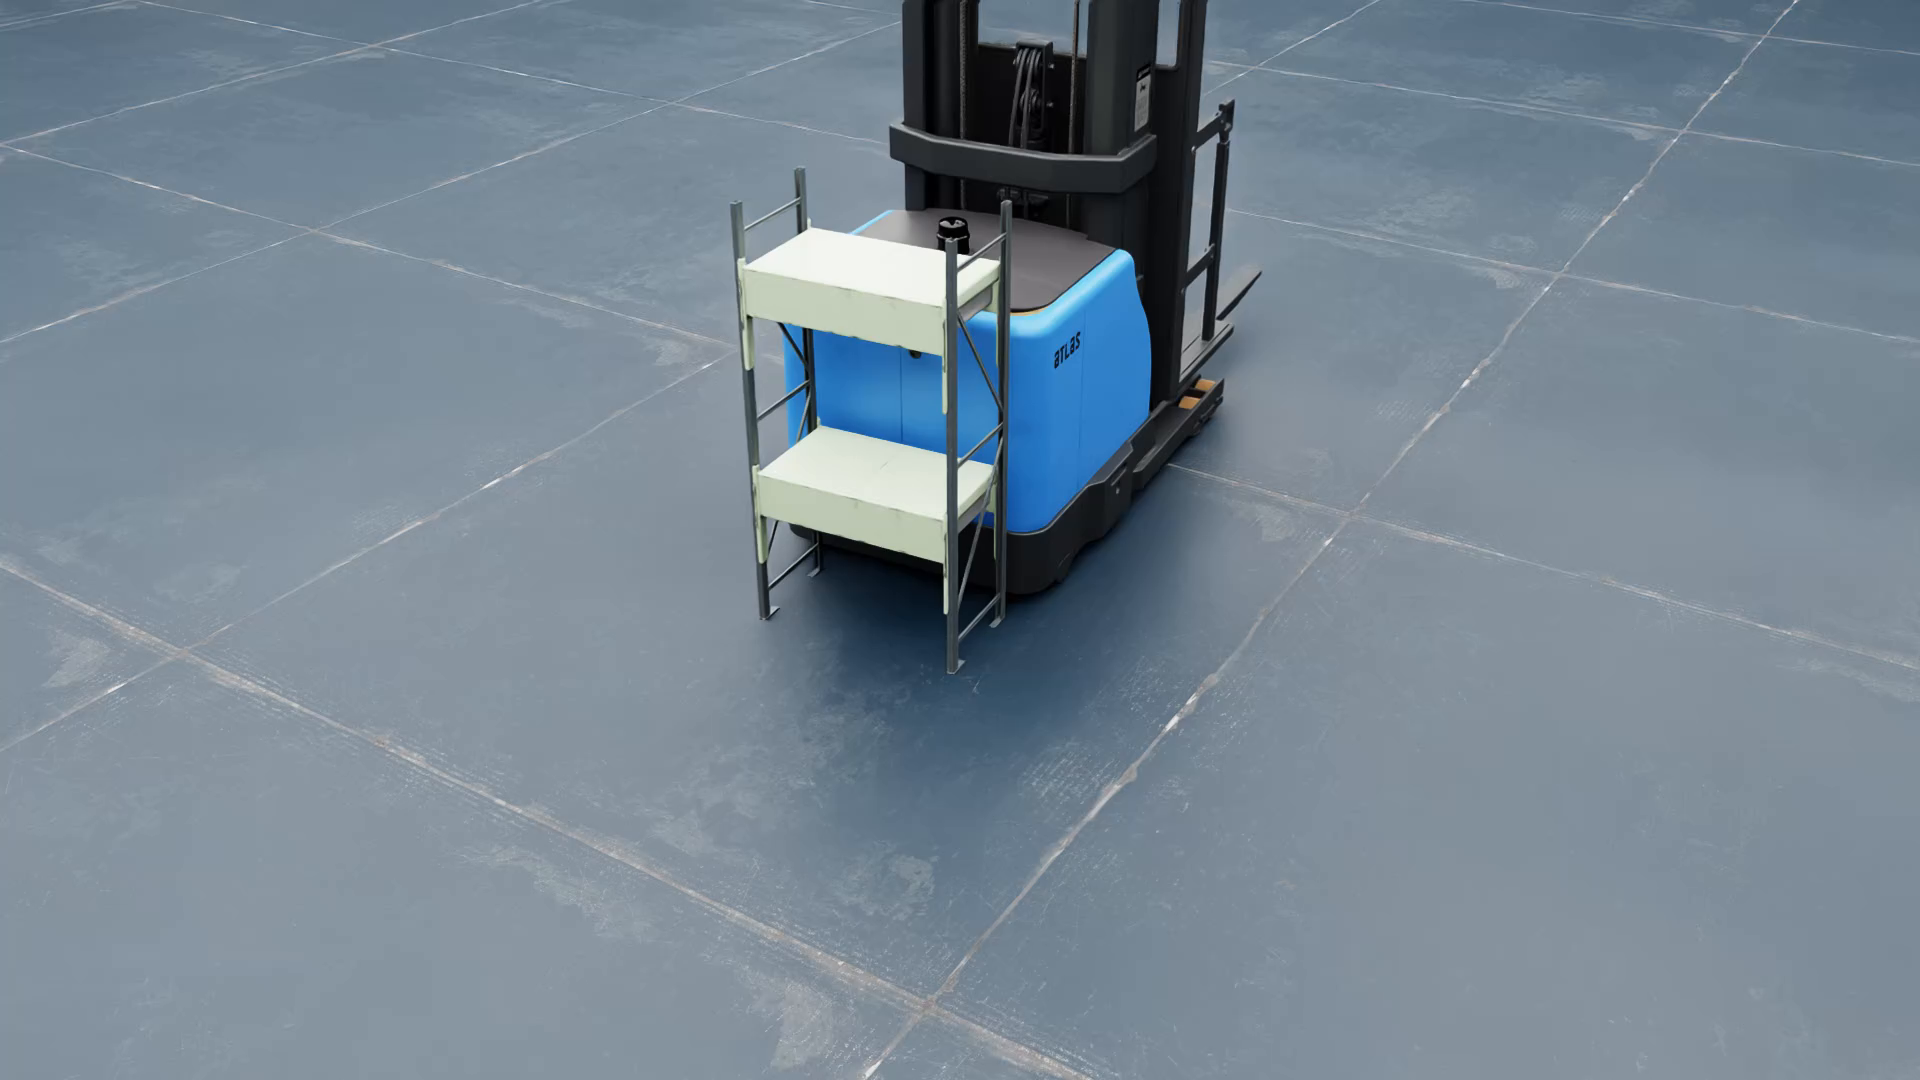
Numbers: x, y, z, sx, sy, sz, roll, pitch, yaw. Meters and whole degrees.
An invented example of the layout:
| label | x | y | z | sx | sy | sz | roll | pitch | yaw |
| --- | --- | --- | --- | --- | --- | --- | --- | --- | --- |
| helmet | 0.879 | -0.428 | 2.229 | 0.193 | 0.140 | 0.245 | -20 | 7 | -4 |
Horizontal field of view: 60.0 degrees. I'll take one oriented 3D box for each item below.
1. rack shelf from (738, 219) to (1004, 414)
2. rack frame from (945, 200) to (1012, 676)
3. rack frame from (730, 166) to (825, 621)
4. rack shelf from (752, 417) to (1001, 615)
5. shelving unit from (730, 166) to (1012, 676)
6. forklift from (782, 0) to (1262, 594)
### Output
| label | x | y | z | sx | sy | sz | roll | pitch | yaw |
| --- | --- | --- | --- | --- | --- | --- | --- | --- | --- |
| rack shelf | -0.269 | -0.711 | 5.206 | 0.720 | 0.370 | 0.431 | 14 | 33 | 23 |
| rack frame | 0.058 | -0.291 | 5.260 | 0.023 | 1.500 | 0.400 | 14 | 33 | 23 |
| rack frame | -0.595 | -0.458 | 5.546 | 0.023 | 1.500 | 0.400 | 14 | 33 | 23 |
| rack shelf | -0.269 | -0.093 | 5.567 | 0.720 | 0.370 | 0.431 | 14 | 33 | 23 |
| shelving unit | -0.269 | -0.374 | 5.403 | 0.755 | 1.500 | 0.431 | 14 | 33 | 23 |
| forklift | 0.481 | -1.796 | 6.419 | 1.130 | 2.935 | 3.031 | 14 | 33 | 23 |
